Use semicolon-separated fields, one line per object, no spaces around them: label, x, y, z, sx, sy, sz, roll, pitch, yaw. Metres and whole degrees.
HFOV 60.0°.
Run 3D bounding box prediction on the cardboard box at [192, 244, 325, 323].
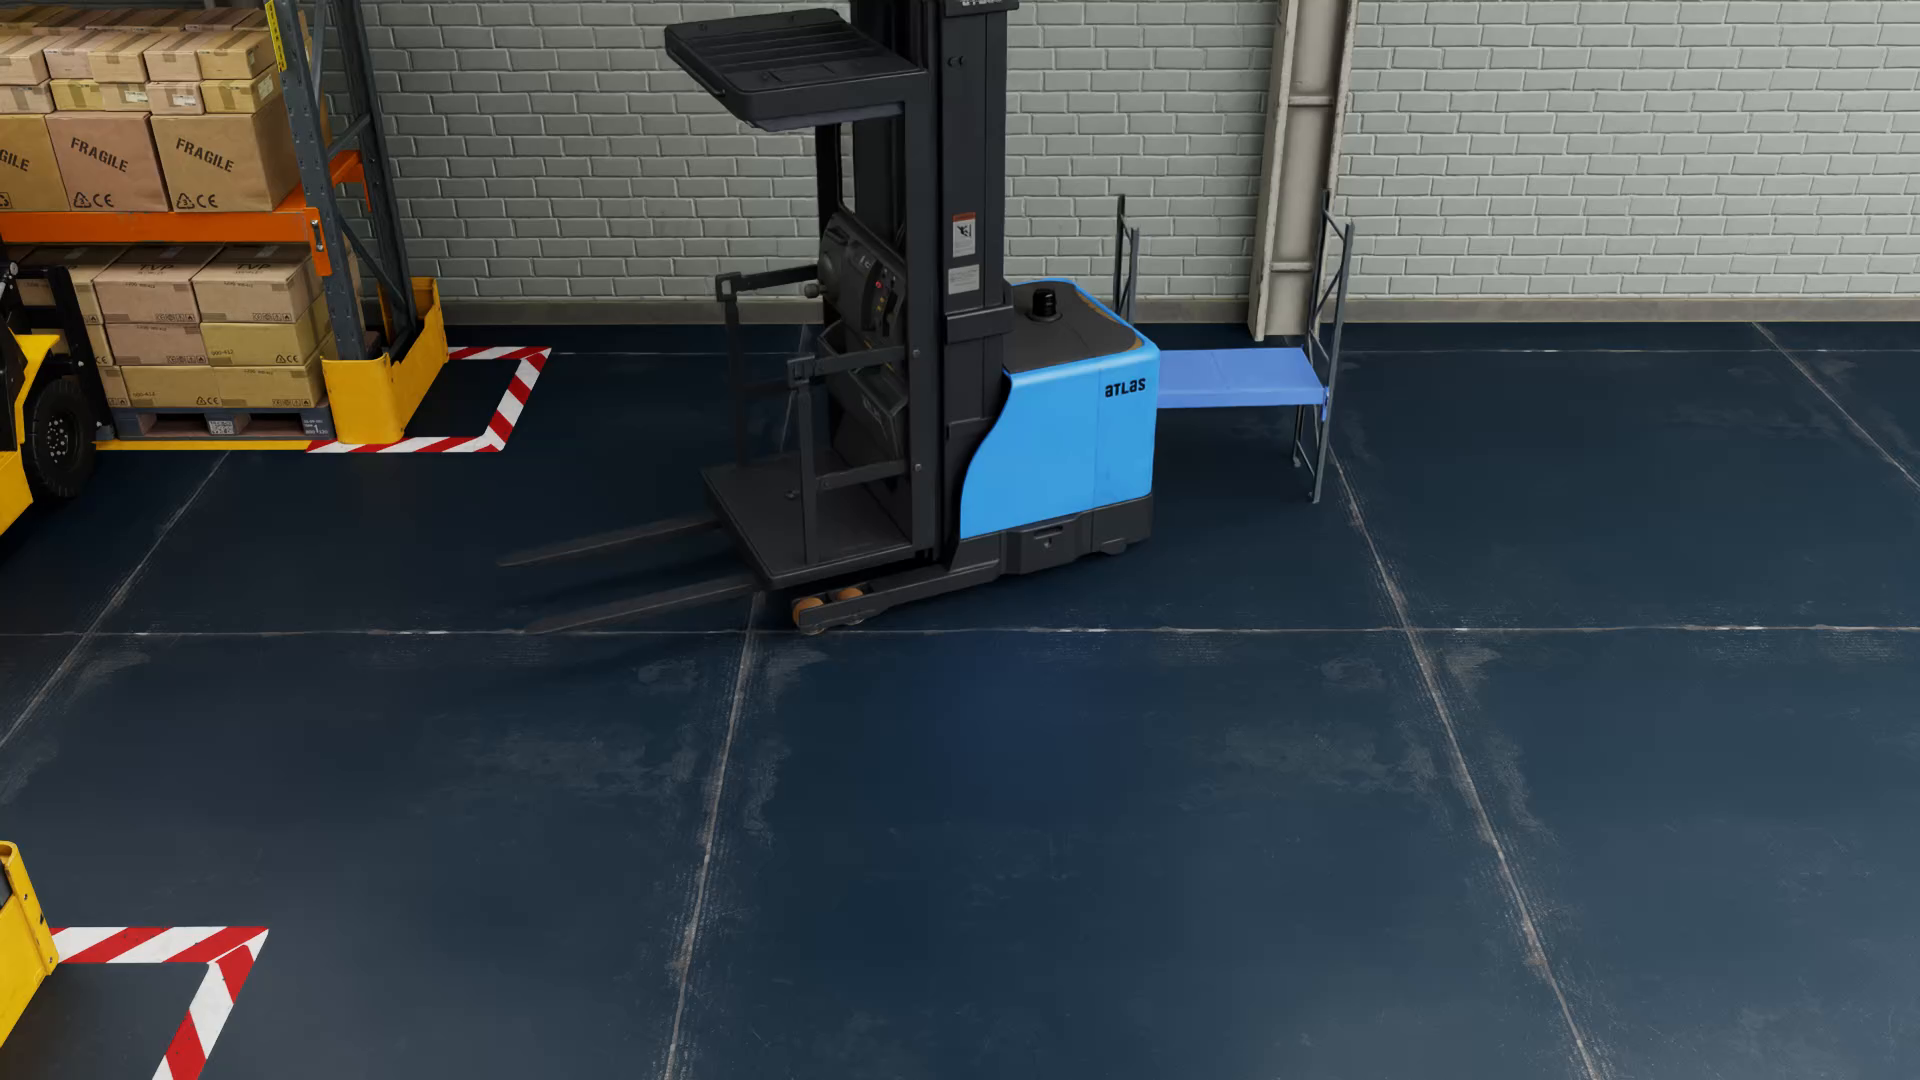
cardboard box;-3.741;-1.378;8.911;0.500;0.250;0.500;1;31;1

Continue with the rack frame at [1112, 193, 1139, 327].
rack frame;0.806;-0.930;8.337;0.032;1.500;0.500;-2;31;-3

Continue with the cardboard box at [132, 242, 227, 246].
cardboard box;-4.264;-1.634;9.334;0.500;0.250;0.500;0;31;0

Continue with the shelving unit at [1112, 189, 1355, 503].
shelving unit;1.313;-0.945;8.362;1.048;1.500;0.538;-2;31;-3

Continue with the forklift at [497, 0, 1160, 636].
forklift;-0.621;-1.135;7.295;3.031;2.935;1.130;-13;34;-21

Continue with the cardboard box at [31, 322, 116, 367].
cardboard box;-4.785;-1.155;9.026;0.500;0.250;0.500;-1;31;-1

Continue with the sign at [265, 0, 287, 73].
sign;-3.293;-2.425;8.010;0.005;0.325;0.100;0;31;0

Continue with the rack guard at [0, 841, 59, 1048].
rack guard;-3.324;1.534;5.240;0.348;0.500;1.175;0;31;0

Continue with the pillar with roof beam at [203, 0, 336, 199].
pillar with roof beam;-3.958;-2.907;4.366;0.400;9.000;9.100;0;31;0

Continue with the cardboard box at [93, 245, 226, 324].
cardboard box;-4.251;-1.373;8.904;0.500;0.250;0.500;0;31;1

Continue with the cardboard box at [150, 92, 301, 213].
cardboard box;-3.773;-2.015;8.582;0.500;0.500;0.500;-1;31;-1

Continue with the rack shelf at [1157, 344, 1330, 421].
rack shelf;1.313;-0.792;8.456;1.000;0.185;0.538;-2;31;-3

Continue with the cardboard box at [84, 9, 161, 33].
cardboard box;-4.393;-2.682;8.771;0.250;0.149;0.380;0;31;0

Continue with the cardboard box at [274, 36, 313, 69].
cardboard box;-3.623;-2.563;8.861;0.250;0.149;0.380;-1;31;-2

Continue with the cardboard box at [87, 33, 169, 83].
cardboard box;-4.147;-2.415;8.330;0.250;0.149;0.380;0;31;1

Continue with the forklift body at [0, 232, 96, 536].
forklift body;-5.167;-0.795;7.486;1.214;2.155;2.313;0;31;0

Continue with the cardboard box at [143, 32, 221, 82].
cardboard box;-3.886;-2.430;8.354;0.250;0.149;0.380;0;31;0

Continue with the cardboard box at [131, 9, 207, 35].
cardboard box;-4.145;-2.675;8.759;0.250;0.149;0.380;0;31;1

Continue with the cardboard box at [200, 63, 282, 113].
cardboard box;-3.627;-2.283;8.400;0.250;0.149;0.380;0;31;0

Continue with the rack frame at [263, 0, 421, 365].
rack frame;-3.282;-2.110;8.835;0.127;3.000;1.000;0;31;0

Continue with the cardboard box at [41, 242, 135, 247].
cardboard box;-4.764;-1.638;9.341;0.500;0.250;0.500;0;31;-1

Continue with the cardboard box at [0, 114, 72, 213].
cardboard box;-4.804;-2.016;8.585;0.500;0.500;0.500;-1;31;-1

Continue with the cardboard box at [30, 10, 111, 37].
cardboard box;-4.656;-2.668;8.748;0.250;0.149;0.380;1;31;1

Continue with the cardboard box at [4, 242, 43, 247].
cardboard box;-5.276;-1.640;9.344;0.500;0.250;0.500;-1;31;-1

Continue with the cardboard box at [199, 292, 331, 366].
cardboard box;-3.767;-1.164;9.040;0.500;0.250;0.500;-1;31;-1

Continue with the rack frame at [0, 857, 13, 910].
rack frame;-3.248;0.465;4.592;0.127;3.000;1.000;0;31;0

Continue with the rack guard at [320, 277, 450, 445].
rack guard;-3.258;-1.041;9.484;0.348;0.500;1.175;0;31;0

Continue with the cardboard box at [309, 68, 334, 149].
cardboard box;-3.779;-2.295;9.044;0.500;0.500;0.500;1;31;1

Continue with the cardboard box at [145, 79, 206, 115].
cardboard box;-3.883;-2.267;8.373;0.250;0.149;0.380;0;31;0

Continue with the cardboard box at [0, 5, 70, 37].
cardboard box;-4.919;-2.719;8.831;0.250;0.149;0.380;-1;31;-1

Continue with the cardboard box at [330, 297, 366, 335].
cardboard box;-3.774;-1.214;9.604;0.500;0.250;0.500;0;31;0

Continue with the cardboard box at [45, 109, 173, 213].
cardboard box;-4.292;-2.018;8.588;0.500;0.500;0.500;1;31;1

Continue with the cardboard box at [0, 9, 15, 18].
cardboard box;-5.166;-2.677;8.761;0.250;0.149;0.380;0;31;0

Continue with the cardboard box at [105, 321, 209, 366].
cardboard box;-4.269;-1.168;9.047;0.500;0.250;0.500;0;31;-1

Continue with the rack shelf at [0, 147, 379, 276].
rack shelf;-5.282;-1.796;9.012;4.000;0.370;1.077;0;31;0

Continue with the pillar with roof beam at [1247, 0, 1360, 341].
pillar with roof beam;2.042;-2.926;4.397;0.400;9.000;9.100;0;31;0

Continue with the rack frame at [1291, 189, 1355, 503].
rack frame;1.820;-0.961;8.388;0.032;1.500;0.500;-2;31;-3

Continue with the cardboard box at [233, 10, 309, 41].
cardboard box;-3.619;-2.667;8.745;0.250;0.149;0.380;-1;31;-1

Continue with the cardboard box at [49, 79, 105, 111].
cardboard box;-4.390;-2.303;8.433;0.250;0.149;0.380;0;31;-1

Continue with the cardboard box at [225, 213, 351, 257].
cardboard box;-3.764;-1.638;9.340;0.500;0.250;0.500;-1;31;-1

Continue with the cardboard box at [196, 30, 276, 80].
cardboard box;-3.639;-2.447;8.382;0.250;0.149;0.380;0;31;0

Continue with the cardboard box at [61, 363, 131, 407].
cardboard box;-4.748;-0.955;9.178;0.500;0.250;0.500;0;31;0

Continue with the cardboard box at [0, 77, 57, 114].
cardboard box;-4.657;-2.278;8.391;0.250;0.149;0.380;-1;31;-2

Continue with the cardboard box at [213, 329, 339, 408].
cardboard box;-3.750;-0.948;9.167;0.500;0.250;0.500;0;31;0

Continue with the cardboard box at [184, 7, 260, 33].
cardboard box;-3.886;-2.698;8.797;0.250;0.149;0.380;1;31;1

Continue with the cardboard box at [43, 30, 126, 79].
cardboard box;-4.396;-2.453;8.392;0.250;0.149;0.380;0;31;0

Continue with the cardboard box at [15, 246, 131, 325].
cardboard box;-4.756;-1.367;8.893;0.500;0.250;0.500;0;31;0

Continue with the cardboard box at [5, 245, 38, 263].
cardboard box;-5.263;-1.369;8.896;0.500;0.250;0.500;-1;31;-1

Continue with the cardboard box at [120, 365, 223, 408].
cardboard box;-4.247;-0.952;9.173;0.500;0.250;0.500;0;31;0

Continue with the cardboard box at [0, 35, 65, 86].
cardboard box;-4.656;-2.394;8.296;0.250;0.149;0.380;1;31;1

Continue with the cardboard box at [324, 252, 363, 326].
cardboard box;-3.754;-1.434;9.485;0.500;0.250;0.500;0;31;1

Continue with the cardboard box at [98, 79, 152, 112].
cardboard box;-4.142;-2.298;8.424;0.250;0.149;0.380;0;31;1

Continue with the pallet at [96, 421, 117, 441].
pallet;-5.264;-0.891;9.515;1.213;0.211;1.003;0;31;0

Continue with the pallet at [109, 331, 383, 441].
pallet;-4.047;-0.893;9.519;1.213;0.211;1.003;0;31;0

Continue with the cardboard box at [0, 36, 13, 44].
cardboard box;-4.915;-2.391;8.290;0.250;0.149;0.380;0;31;1
